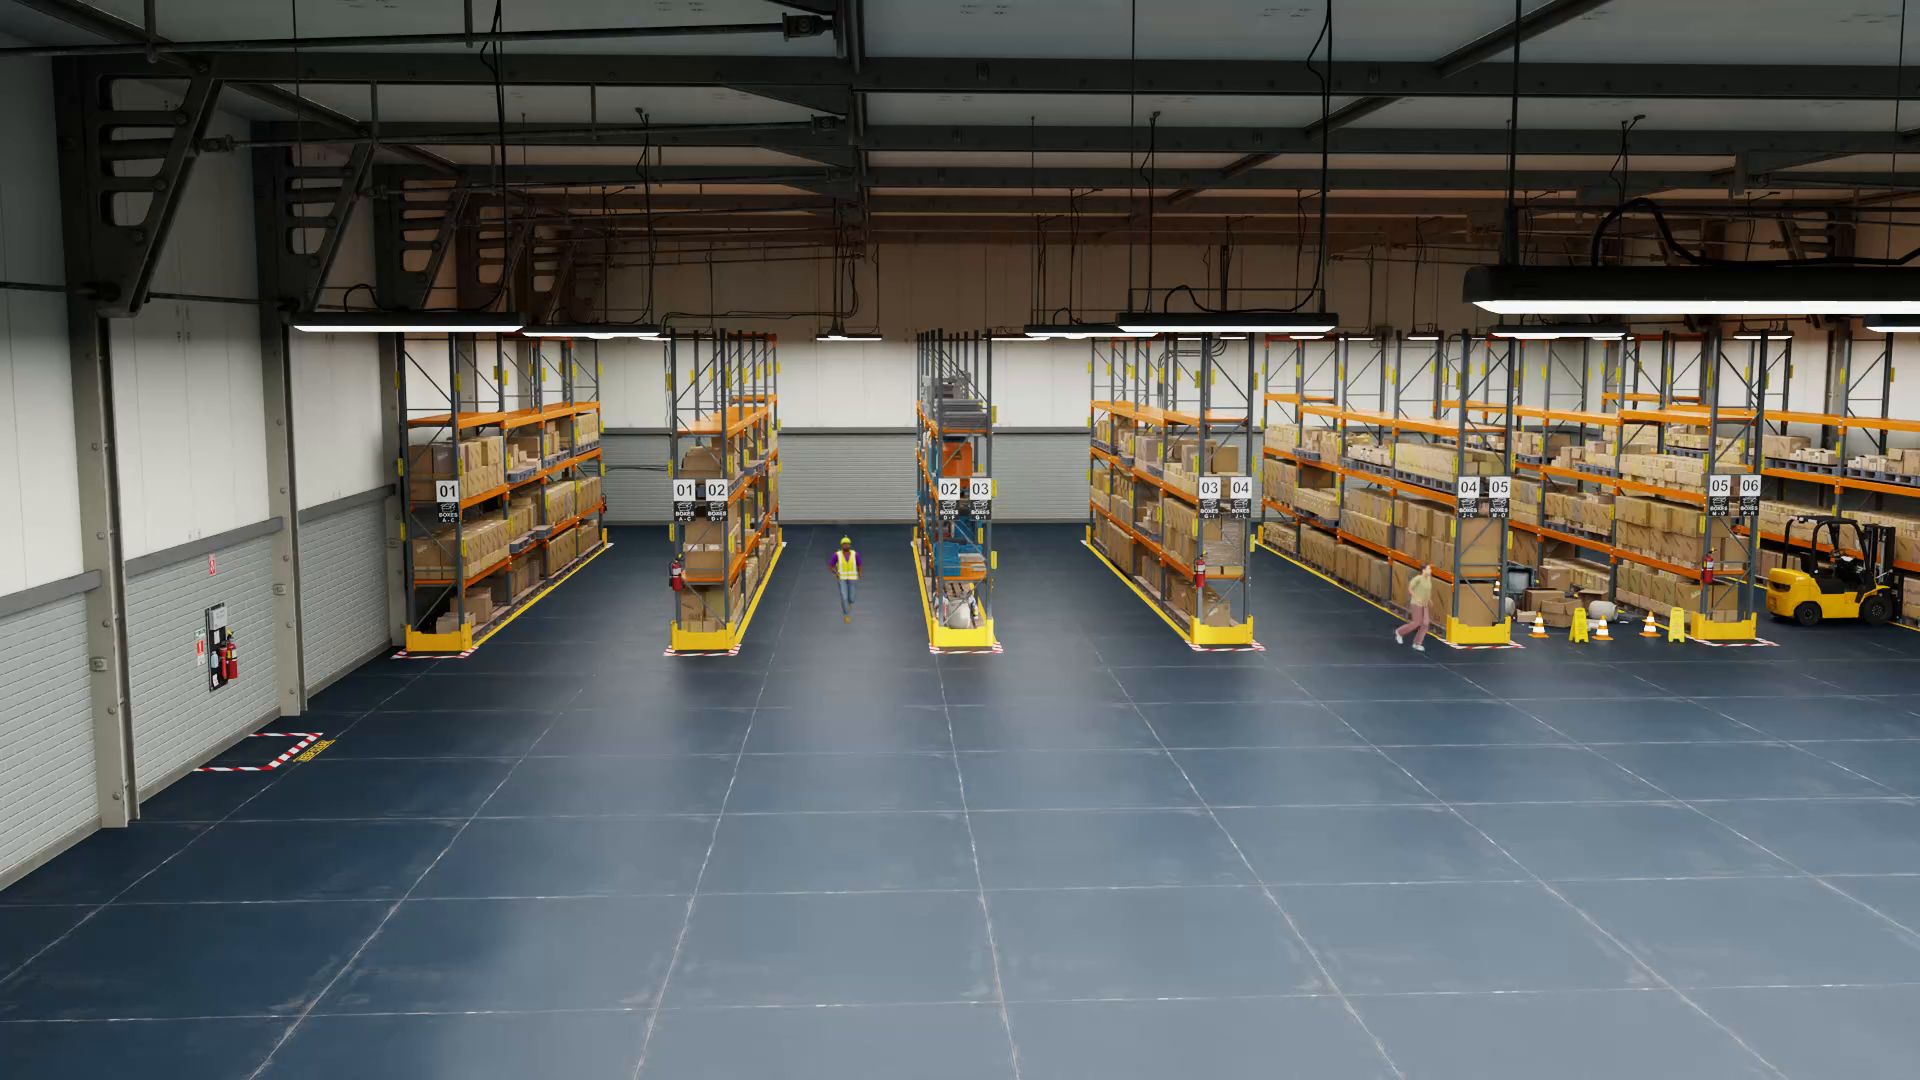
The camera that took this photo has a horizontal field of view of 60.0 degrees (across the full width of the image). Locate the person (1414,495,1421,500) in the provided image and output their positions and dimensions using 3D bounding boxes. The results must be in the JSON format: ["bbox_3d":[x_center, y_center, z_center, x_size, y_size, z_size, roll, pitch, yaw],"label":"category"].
[{"bbox_3d":[12.046,-0.318,43.788,0.644,1.732,0.948,-3,7,-22],"label":"person"}]

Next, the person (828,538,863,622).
[{"bbox_3d":[-2.346,0.805,34.184,0.702,1.724,0.598,-1,7,-12],"label":"person"}]

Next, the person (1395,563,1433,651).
[{"bbox_3d":[8.676,1.229,31.467,0.625,1.640,0.683,-5,8,-37],"label":"person"}]
